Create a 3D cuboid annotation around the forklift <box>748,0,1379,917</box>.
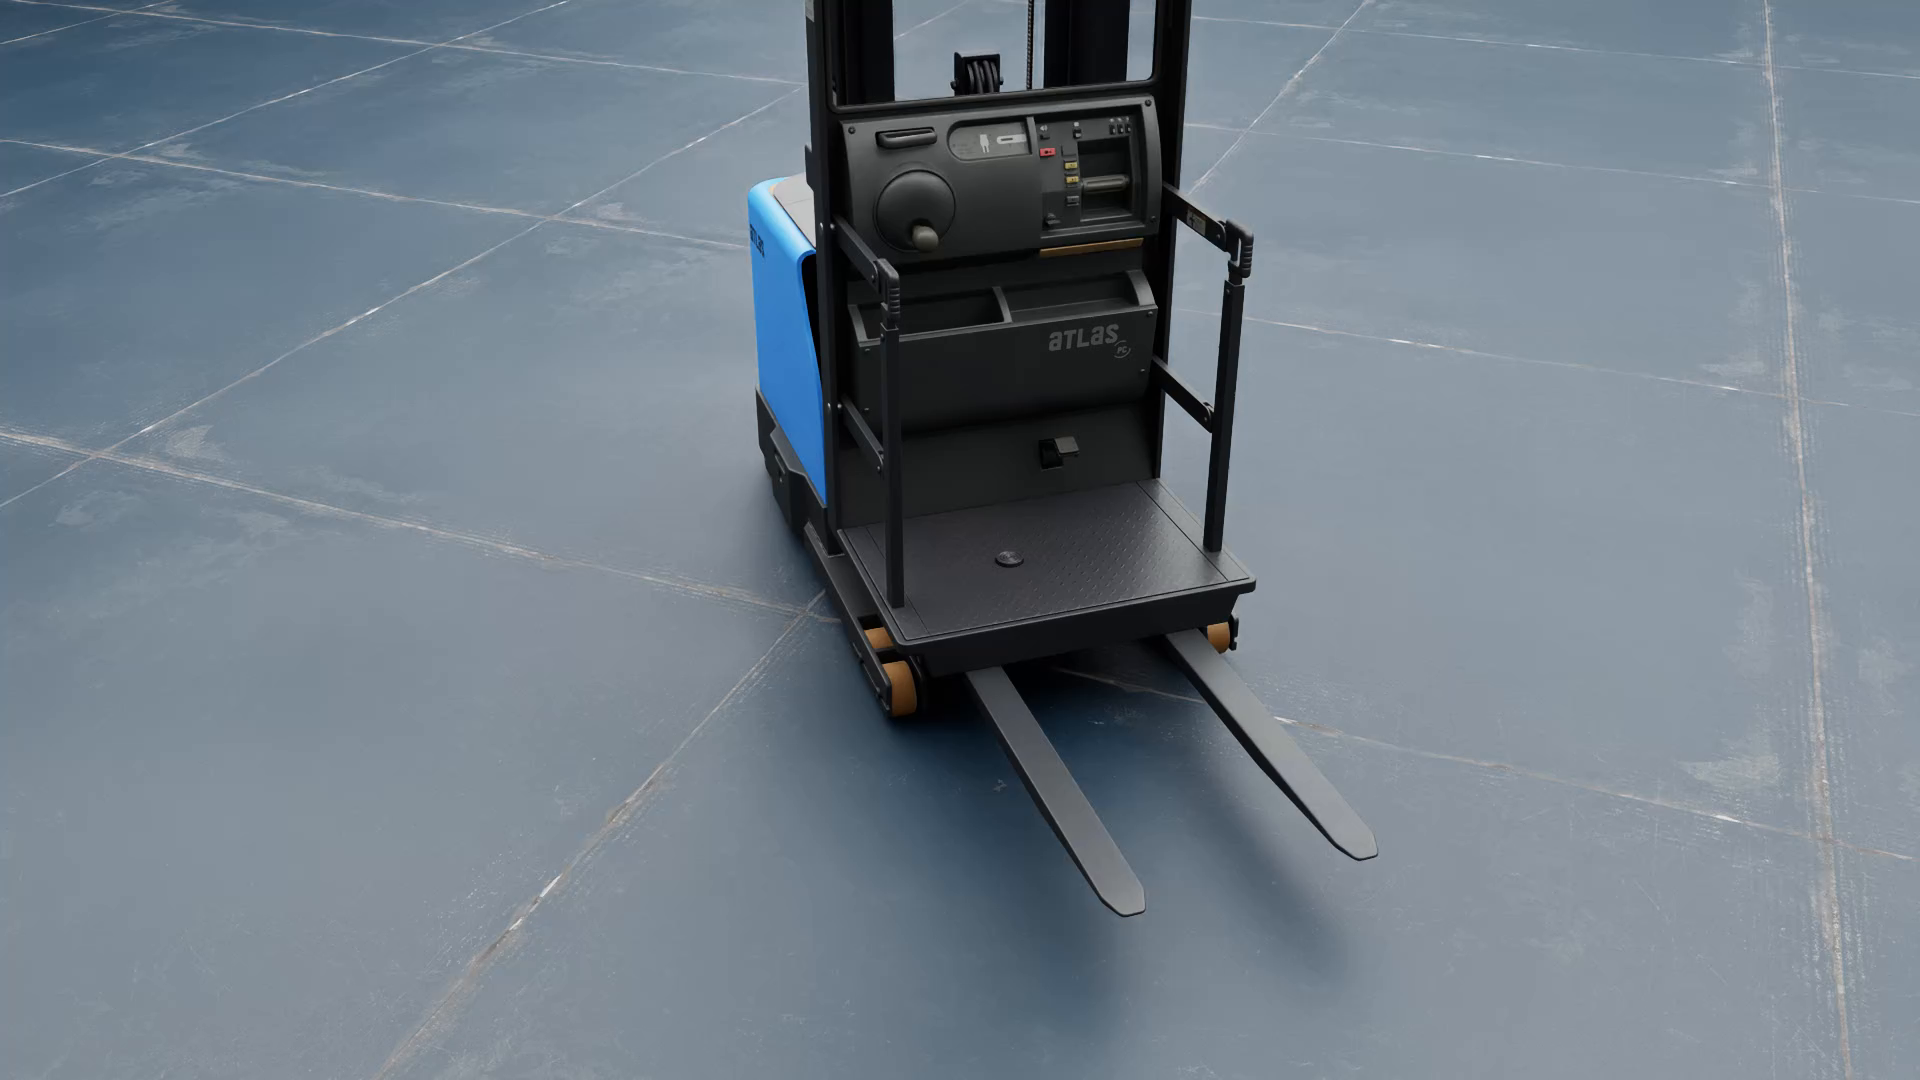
[{"bbox_3d":[0.200,-0.984,4.512,1.130,2.935,3.031,-9,31,-16],"label":"forklift"}]
